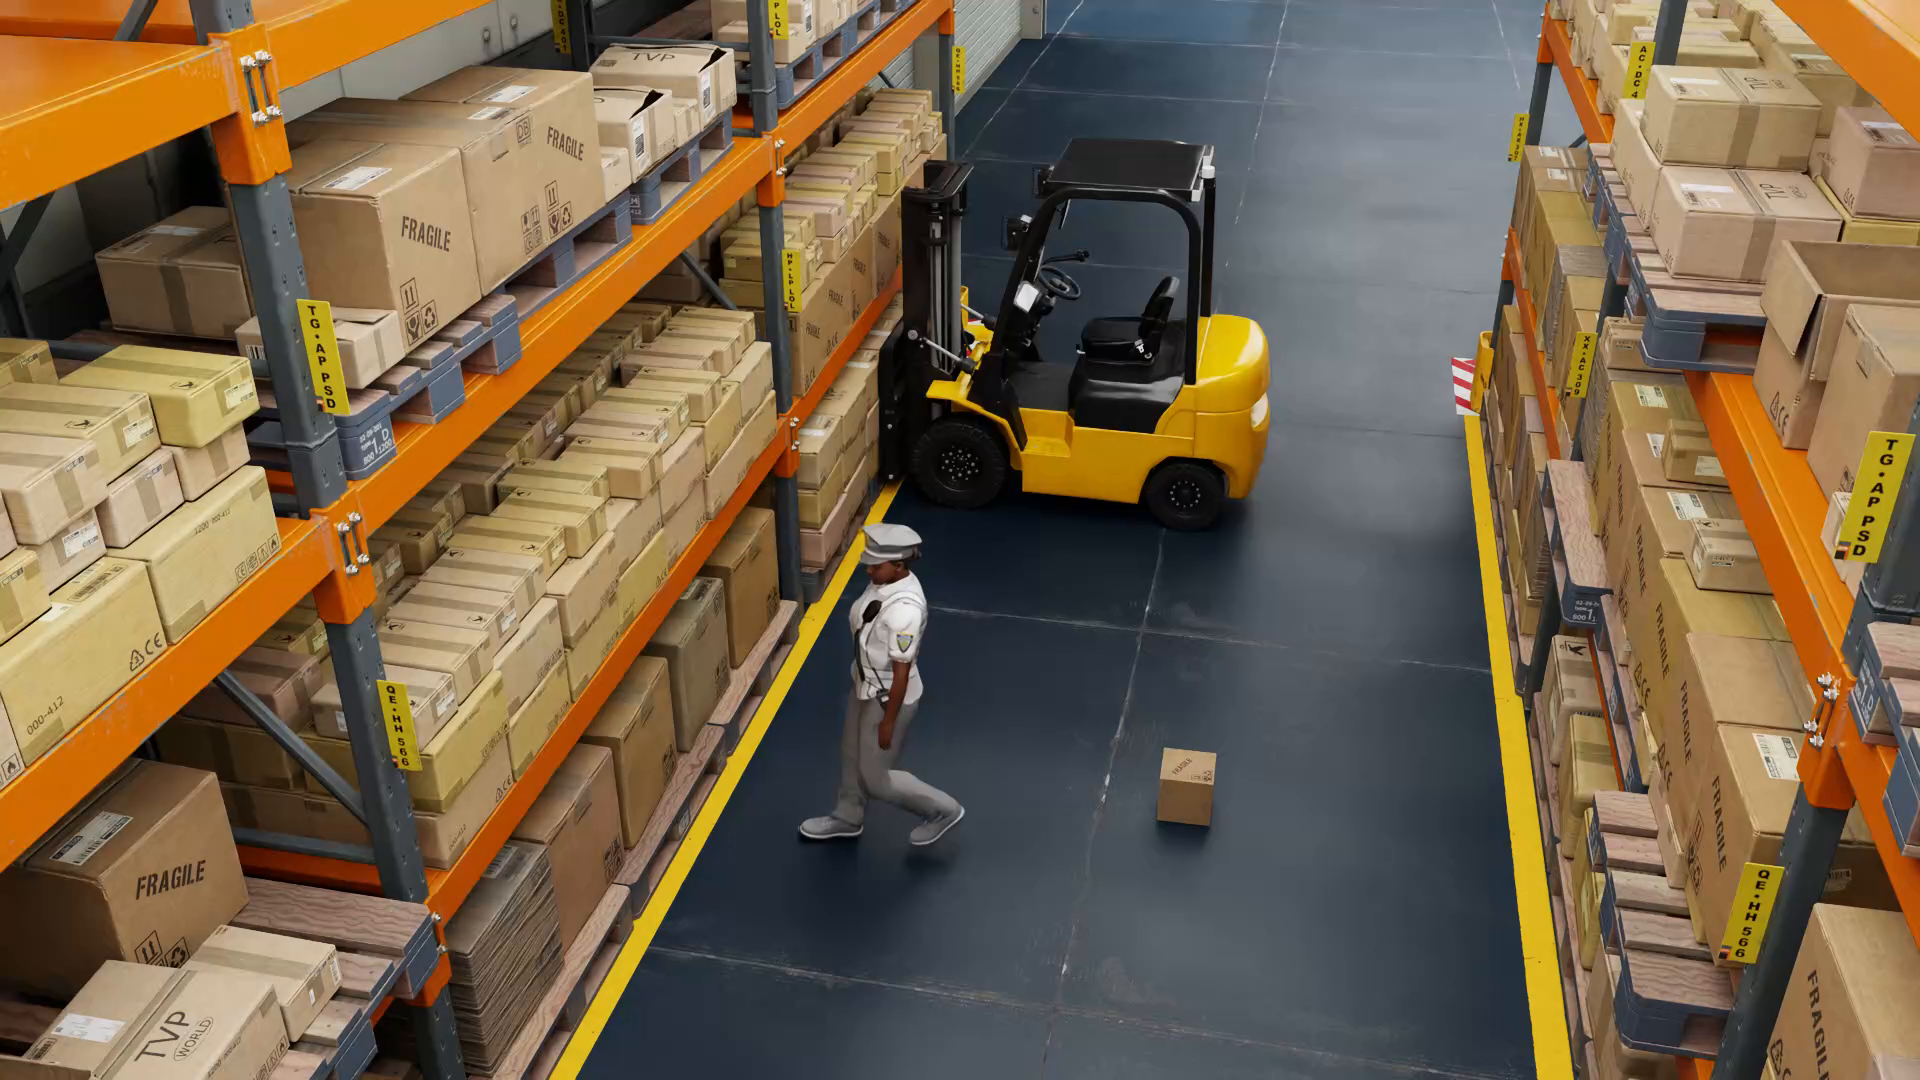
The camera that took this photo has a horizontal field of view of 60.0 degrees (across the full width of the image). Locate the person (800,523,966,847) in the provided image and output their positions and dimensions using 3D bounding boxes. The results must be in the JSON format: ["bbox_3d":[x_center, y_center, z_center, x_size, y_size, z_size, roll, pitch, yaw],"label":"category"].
[{"bbox_3d":[-0.363,0.677,7.359,0.743,1.642,0.471,-6,29,-10],"label":"person"}]
